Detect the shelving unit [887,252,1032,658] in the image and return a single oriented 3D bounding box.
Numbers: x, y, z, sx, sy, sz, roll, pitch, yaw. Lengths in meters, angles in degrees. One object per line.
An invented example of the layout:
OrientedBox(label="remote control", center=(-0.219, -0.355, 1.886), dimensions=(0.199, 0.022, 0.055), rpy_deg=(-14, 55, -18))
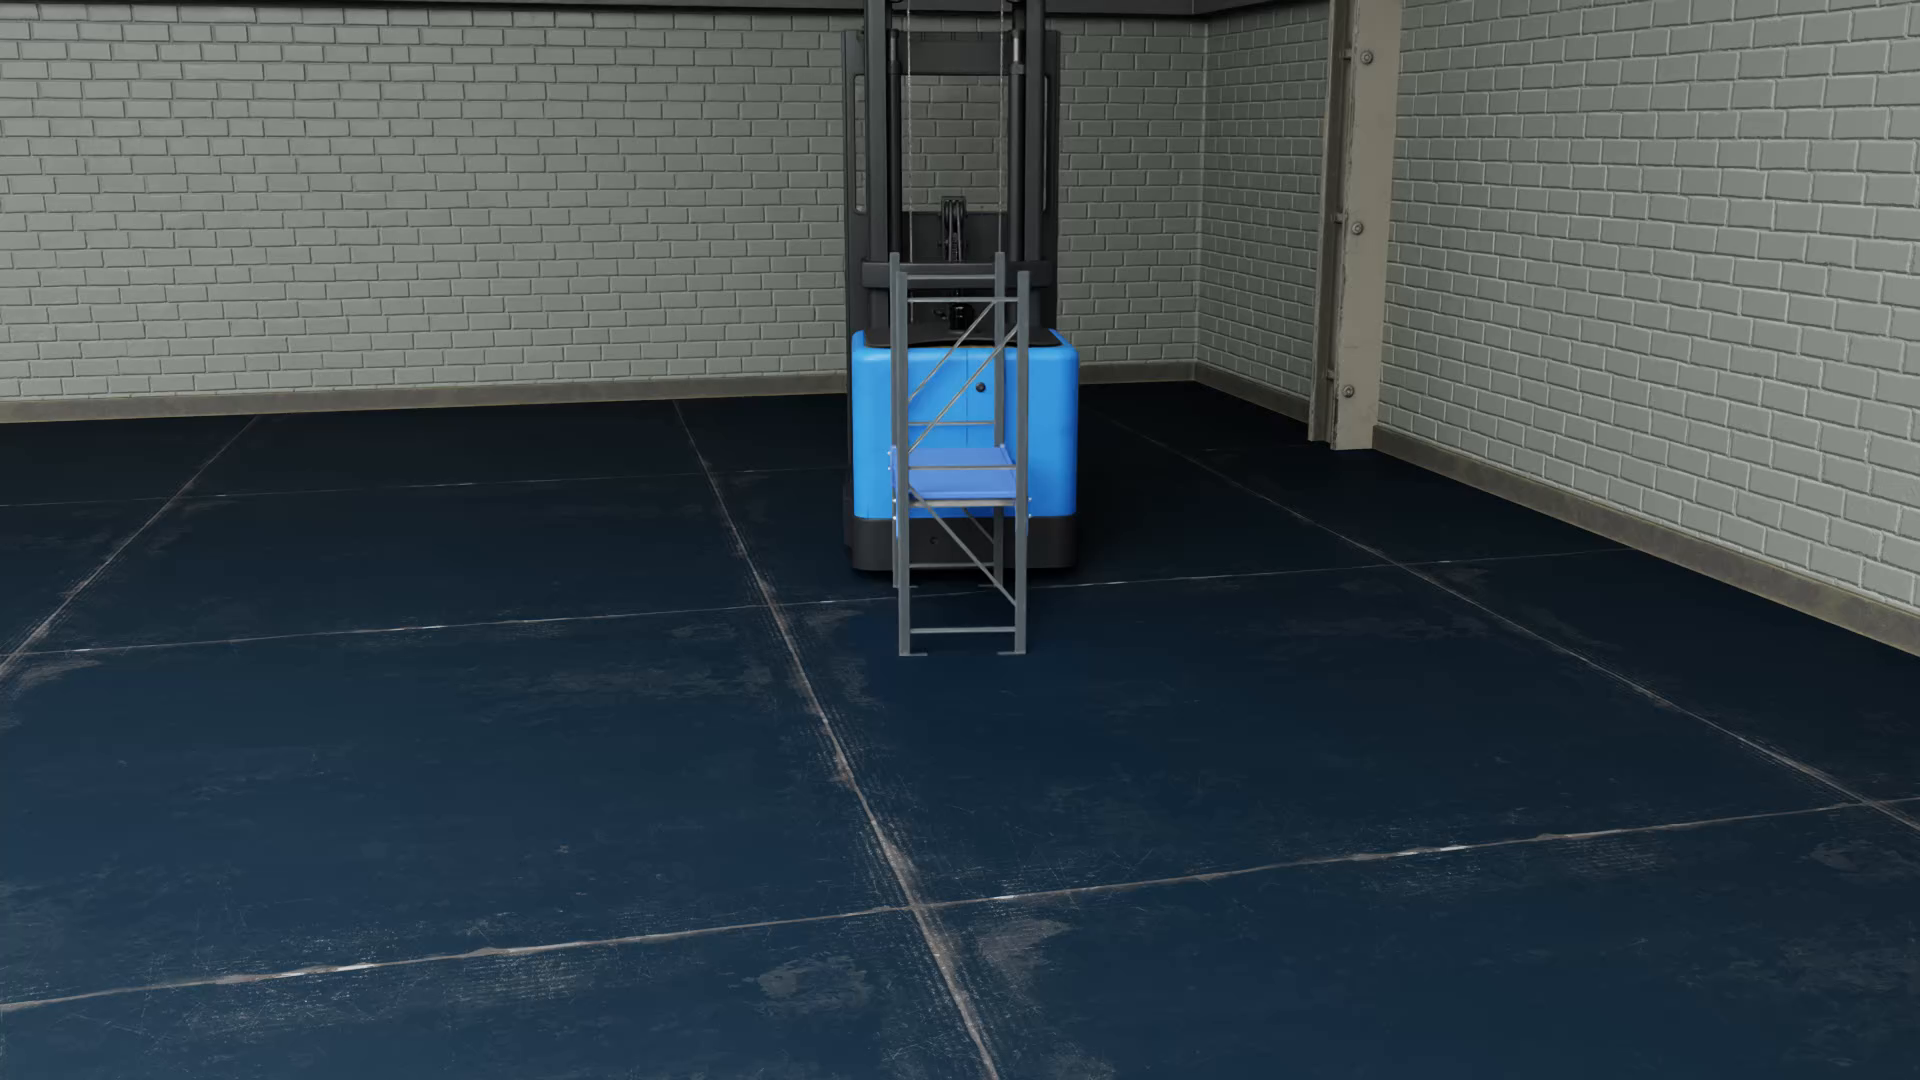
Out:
OrientedBox(label="shelving unit", center=(-0.022, -0.394, 6.880), dimensions=(0.538, 1.500, 1.048), rpy_deg=(-1, 14, -4))

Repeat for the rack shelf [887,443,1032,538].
OrientedBox(label="rack shelf", center=(-0.022, -0.219, 6.923), dimensions=(0.538, 0.185, 1.000), rpy_deg=(-1, 14, -4))

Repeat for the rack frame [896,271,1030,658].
OrientedBox(label="rack frame", center=(0.011, -0.274, 6.387), dimensions=(0.500, 1.500, 0.032), rpy_deg=(-1, 14, -4))

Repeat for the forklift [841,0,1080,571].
OrientedBox(label="forklift", center=(-0.062, -1.578, 8.709), dimensions=(1.130, 2.935, 3.031), rpy_deg=(-1, 14, -4))

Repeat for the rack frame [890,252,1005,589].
OrientedBox(label="rack frame", center=(-0.054, -0.515, 7.373), dimensions=(0.500, 1.500, 0.032), rpy_deg=(-1, 14, -4))

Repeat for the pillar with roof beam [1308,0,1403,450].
OrientedBox(label="pillar with roof beam", center=(-1.649, -4.771, 8.996), dimensions=(9.100, 9.000, 0.400), rpy_deg=(-3, 14, -13))
